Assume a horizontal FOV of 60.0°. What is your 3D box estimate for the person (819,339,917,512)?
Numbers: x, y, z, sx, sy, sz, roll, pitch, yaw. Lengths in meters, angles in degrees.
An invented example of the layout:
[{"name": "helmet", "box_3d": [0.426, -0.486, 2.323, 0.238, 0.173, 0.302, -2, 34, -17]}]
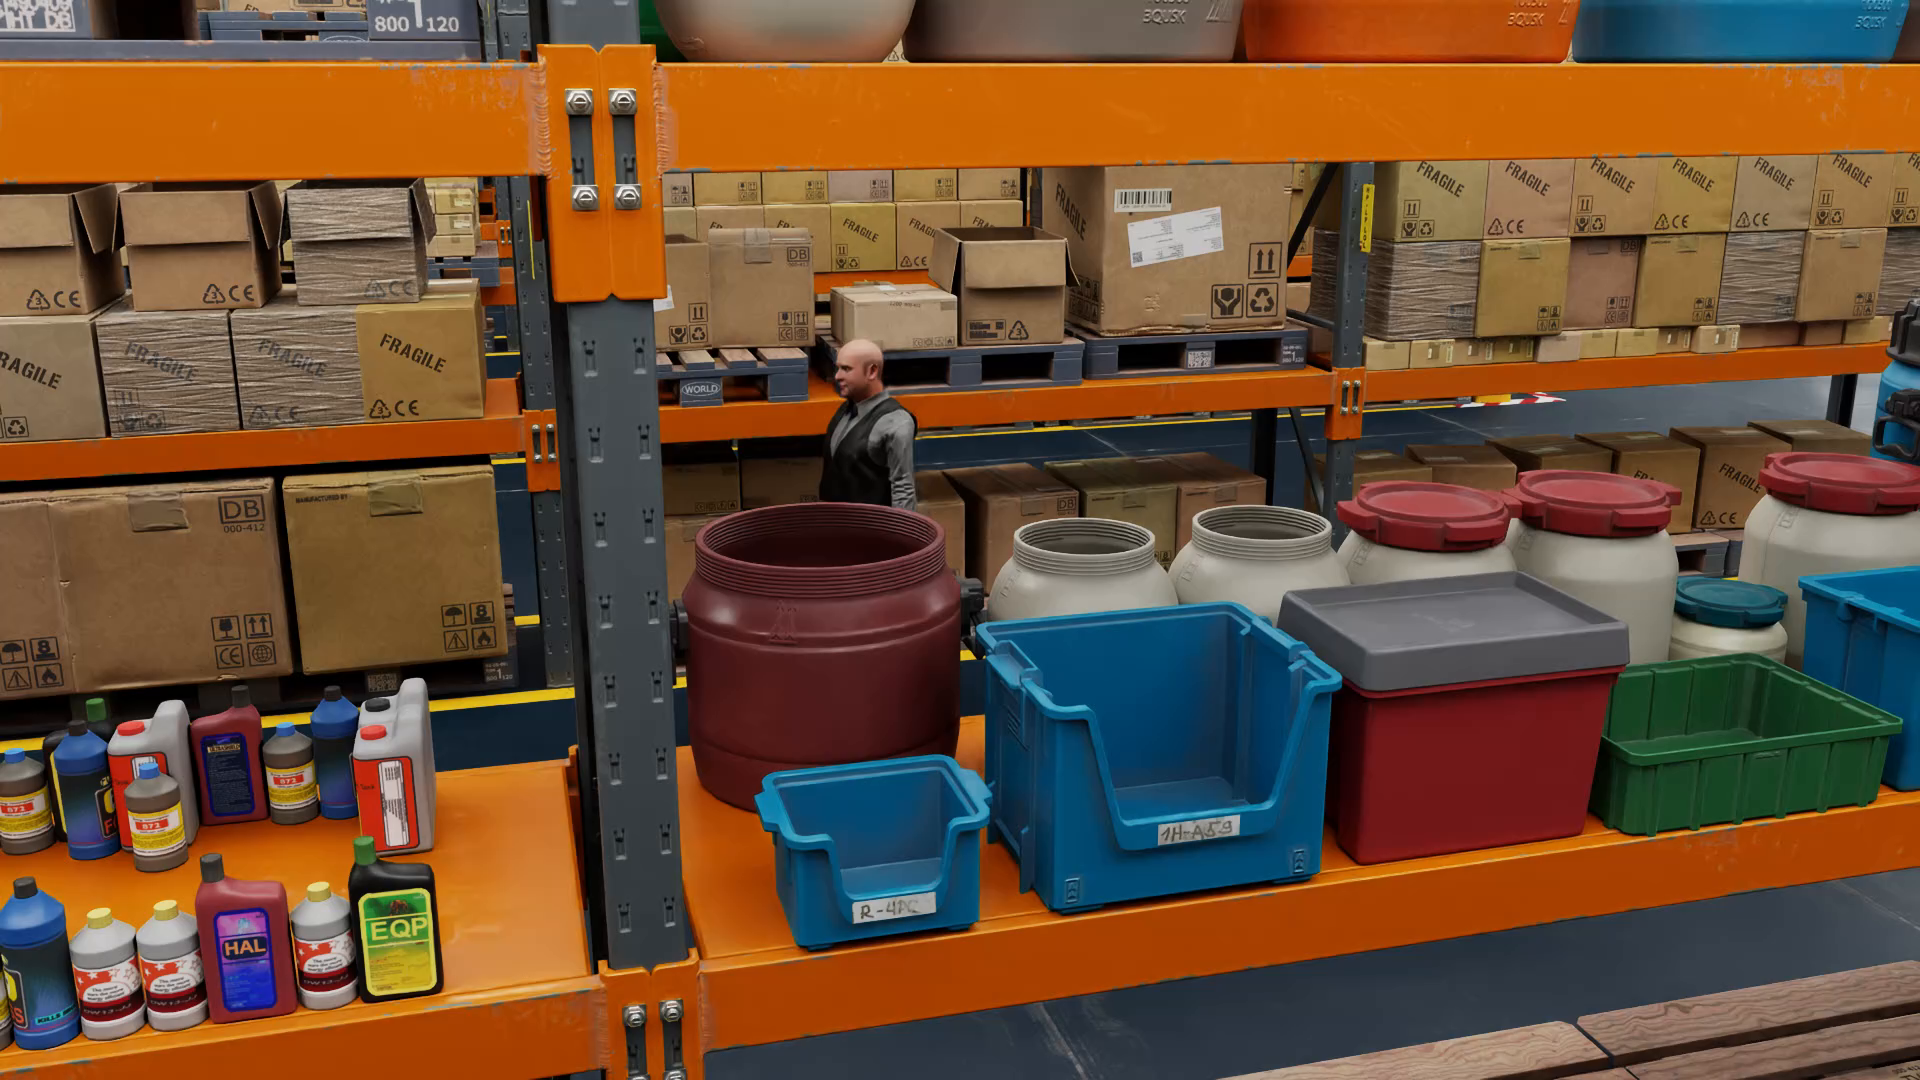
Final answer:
[{"name": "person", "box_3d": [-0.485, 0.034, 6.934, 0.605, 1.723, 0.564, -10, 19, -32]}]
